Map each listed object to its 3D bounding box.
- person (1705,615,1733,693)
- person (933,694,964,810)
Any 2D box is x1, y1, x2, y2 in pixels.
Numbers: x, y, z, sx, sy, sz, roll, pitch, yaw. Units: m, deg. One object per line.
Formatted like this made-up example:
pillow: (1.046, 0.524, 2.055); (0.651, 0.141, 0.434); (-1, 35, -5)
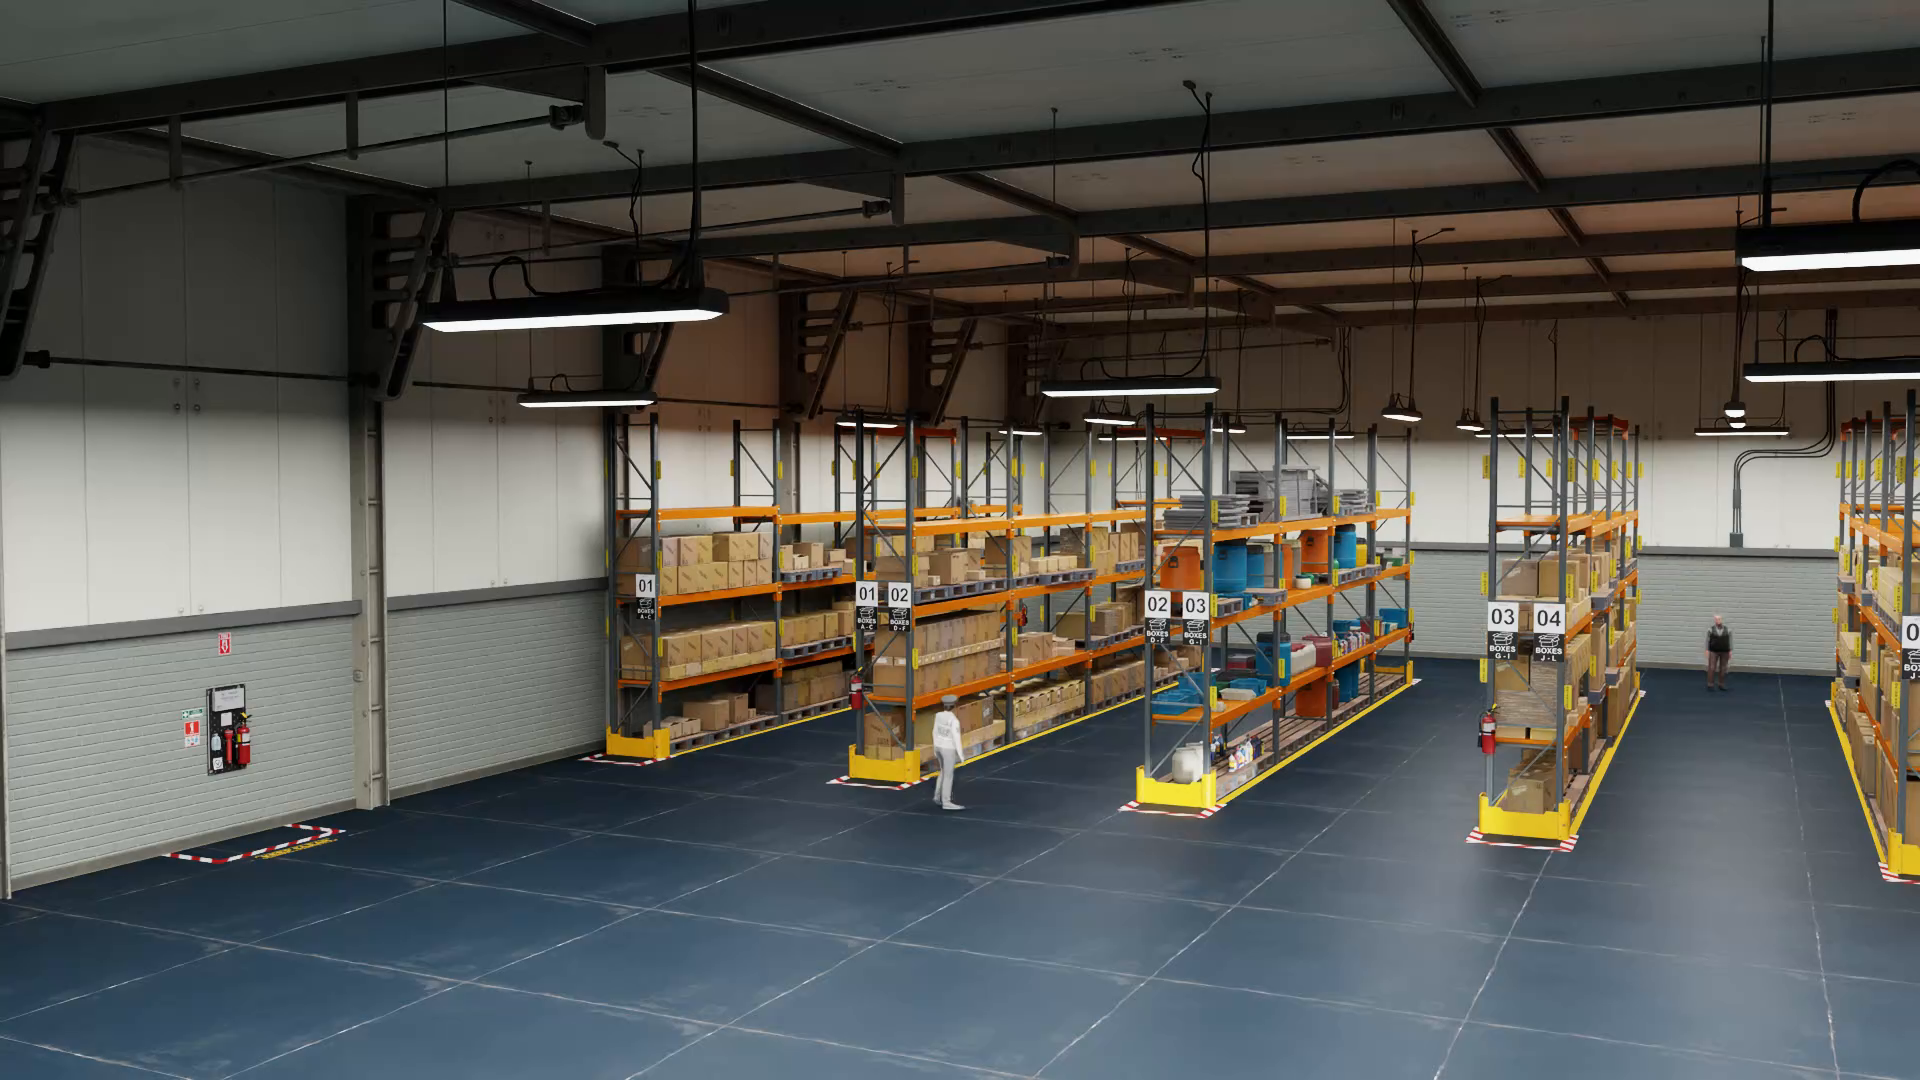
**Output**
person: (17.178, 2.570, 37.627); (0.569, 1.739, 0.577); (1, 3, 24)
person: (-0.200, 3.141, 24.626); (0.361, 1.713, 0.613); (-1, 3, -32)
